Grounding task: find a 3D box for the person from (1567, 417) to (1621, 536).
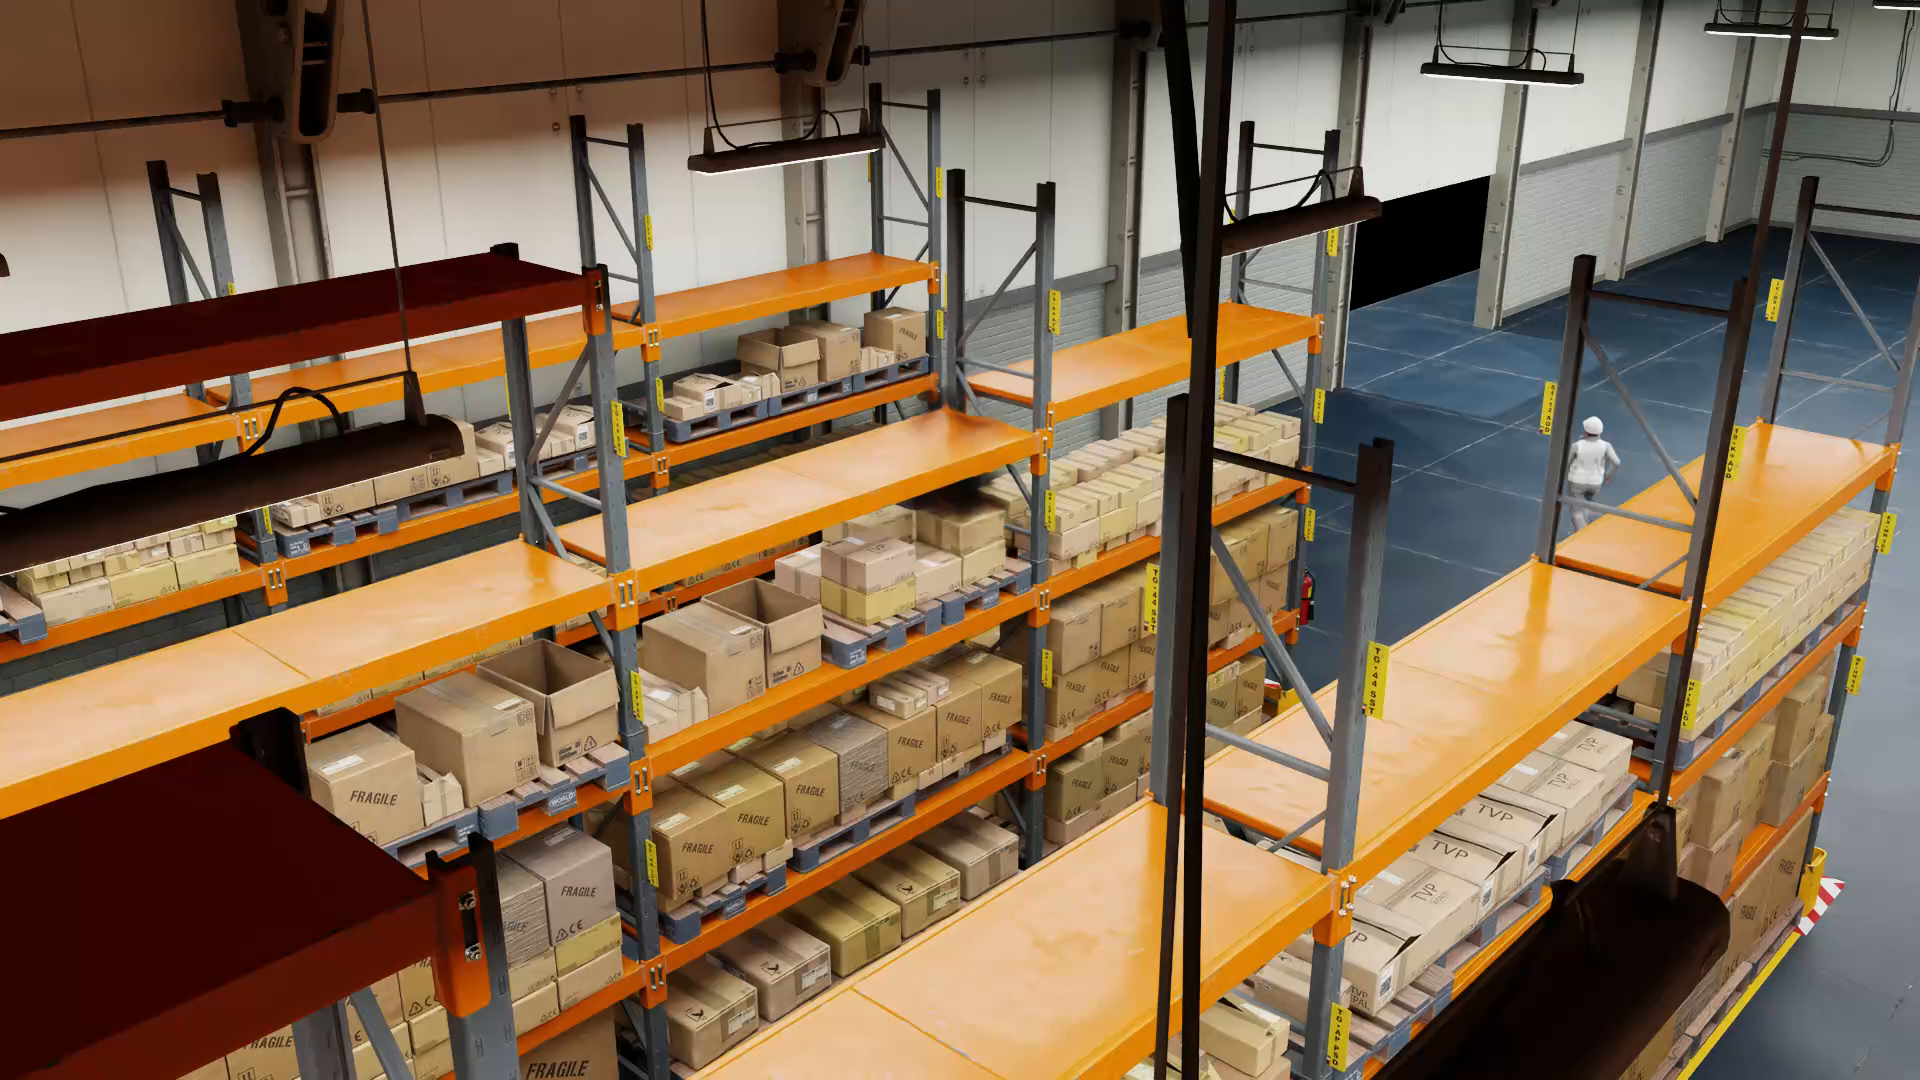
[{"bbox_3d":[8.032,-0.704,21.362,0.633,1.822,0.825,-1,21,-3],"label":"person"}]
